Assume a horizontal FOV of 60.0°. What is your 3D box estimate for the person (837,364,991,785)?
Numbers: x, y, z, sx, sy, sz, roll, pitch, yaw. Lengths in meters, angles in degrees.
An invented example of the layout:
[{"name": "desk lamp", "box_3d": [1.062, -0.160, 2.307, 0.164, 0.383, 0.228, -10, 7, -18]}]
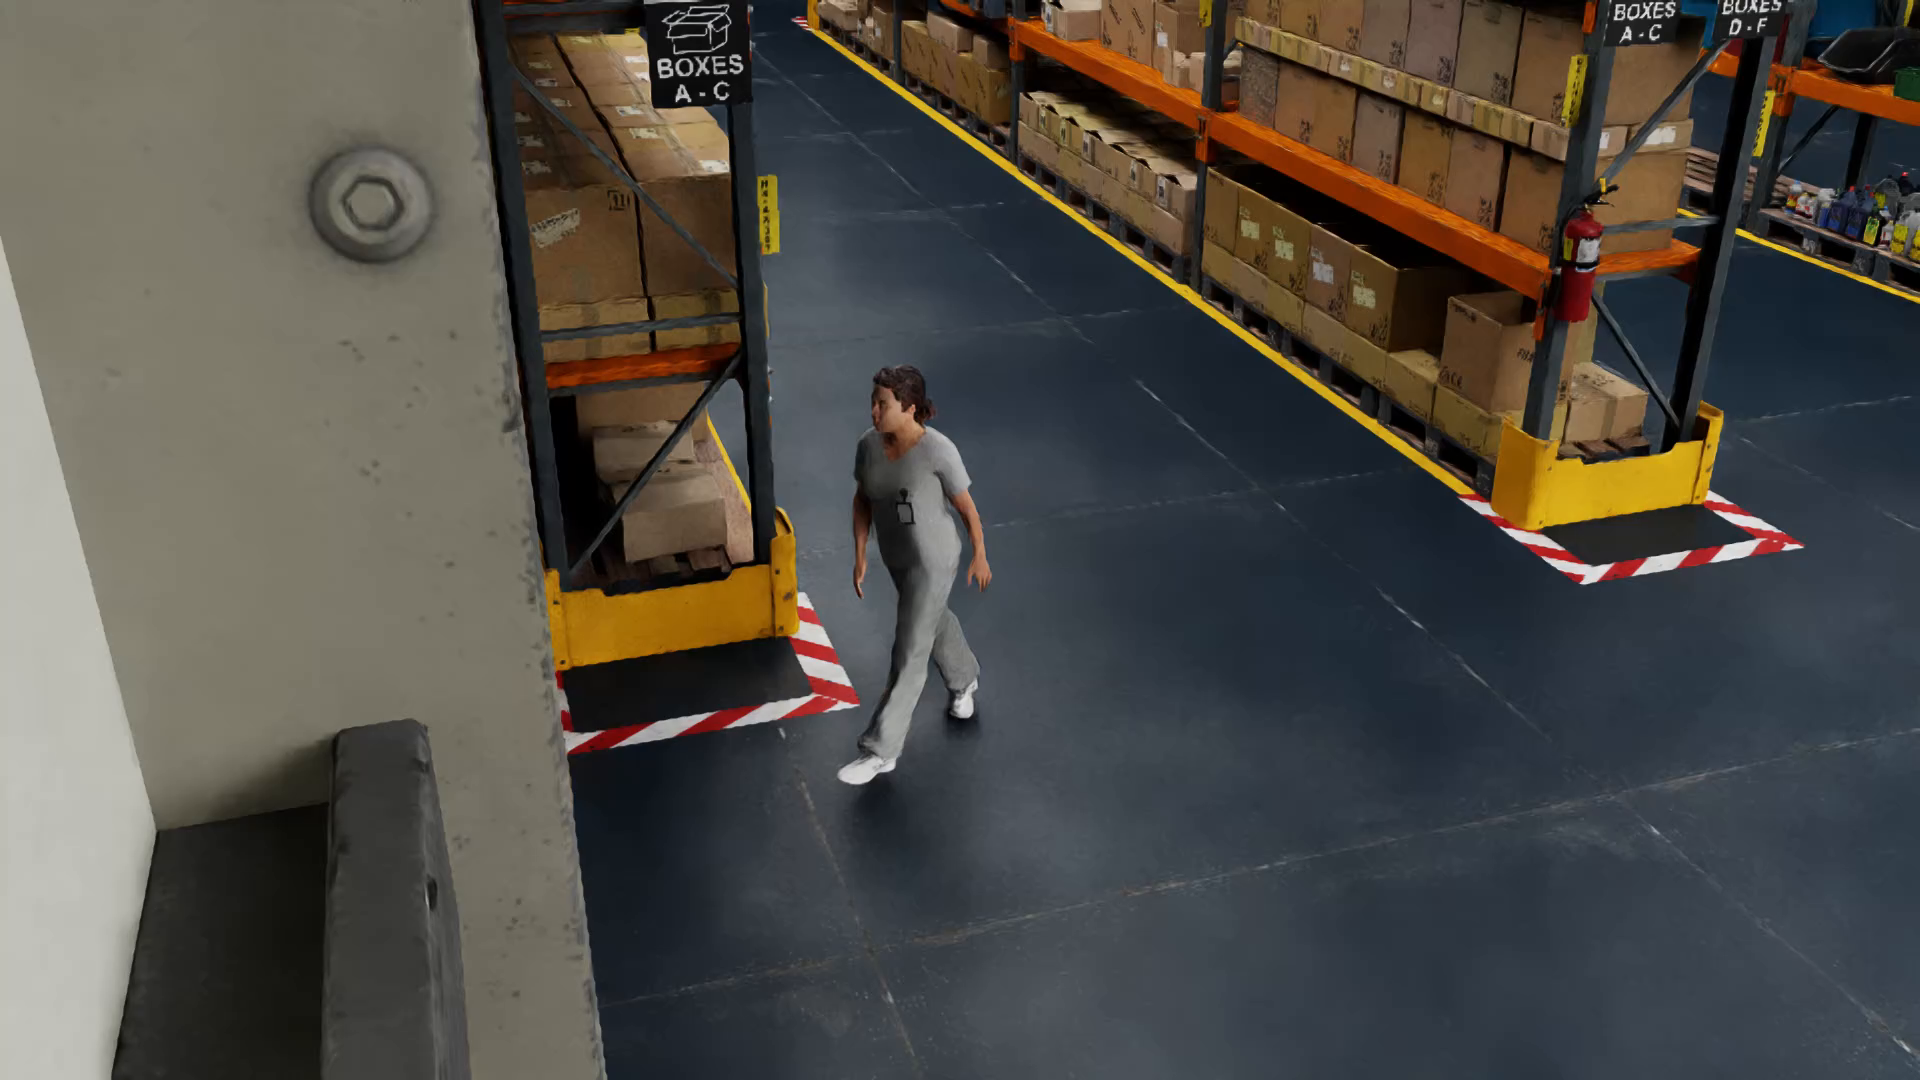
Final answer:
[{"name": "person", "box_3d": [-0.208, 0.085, 6.442, 0.953, 1.619, 0.470, -24, 35, -39]}]
